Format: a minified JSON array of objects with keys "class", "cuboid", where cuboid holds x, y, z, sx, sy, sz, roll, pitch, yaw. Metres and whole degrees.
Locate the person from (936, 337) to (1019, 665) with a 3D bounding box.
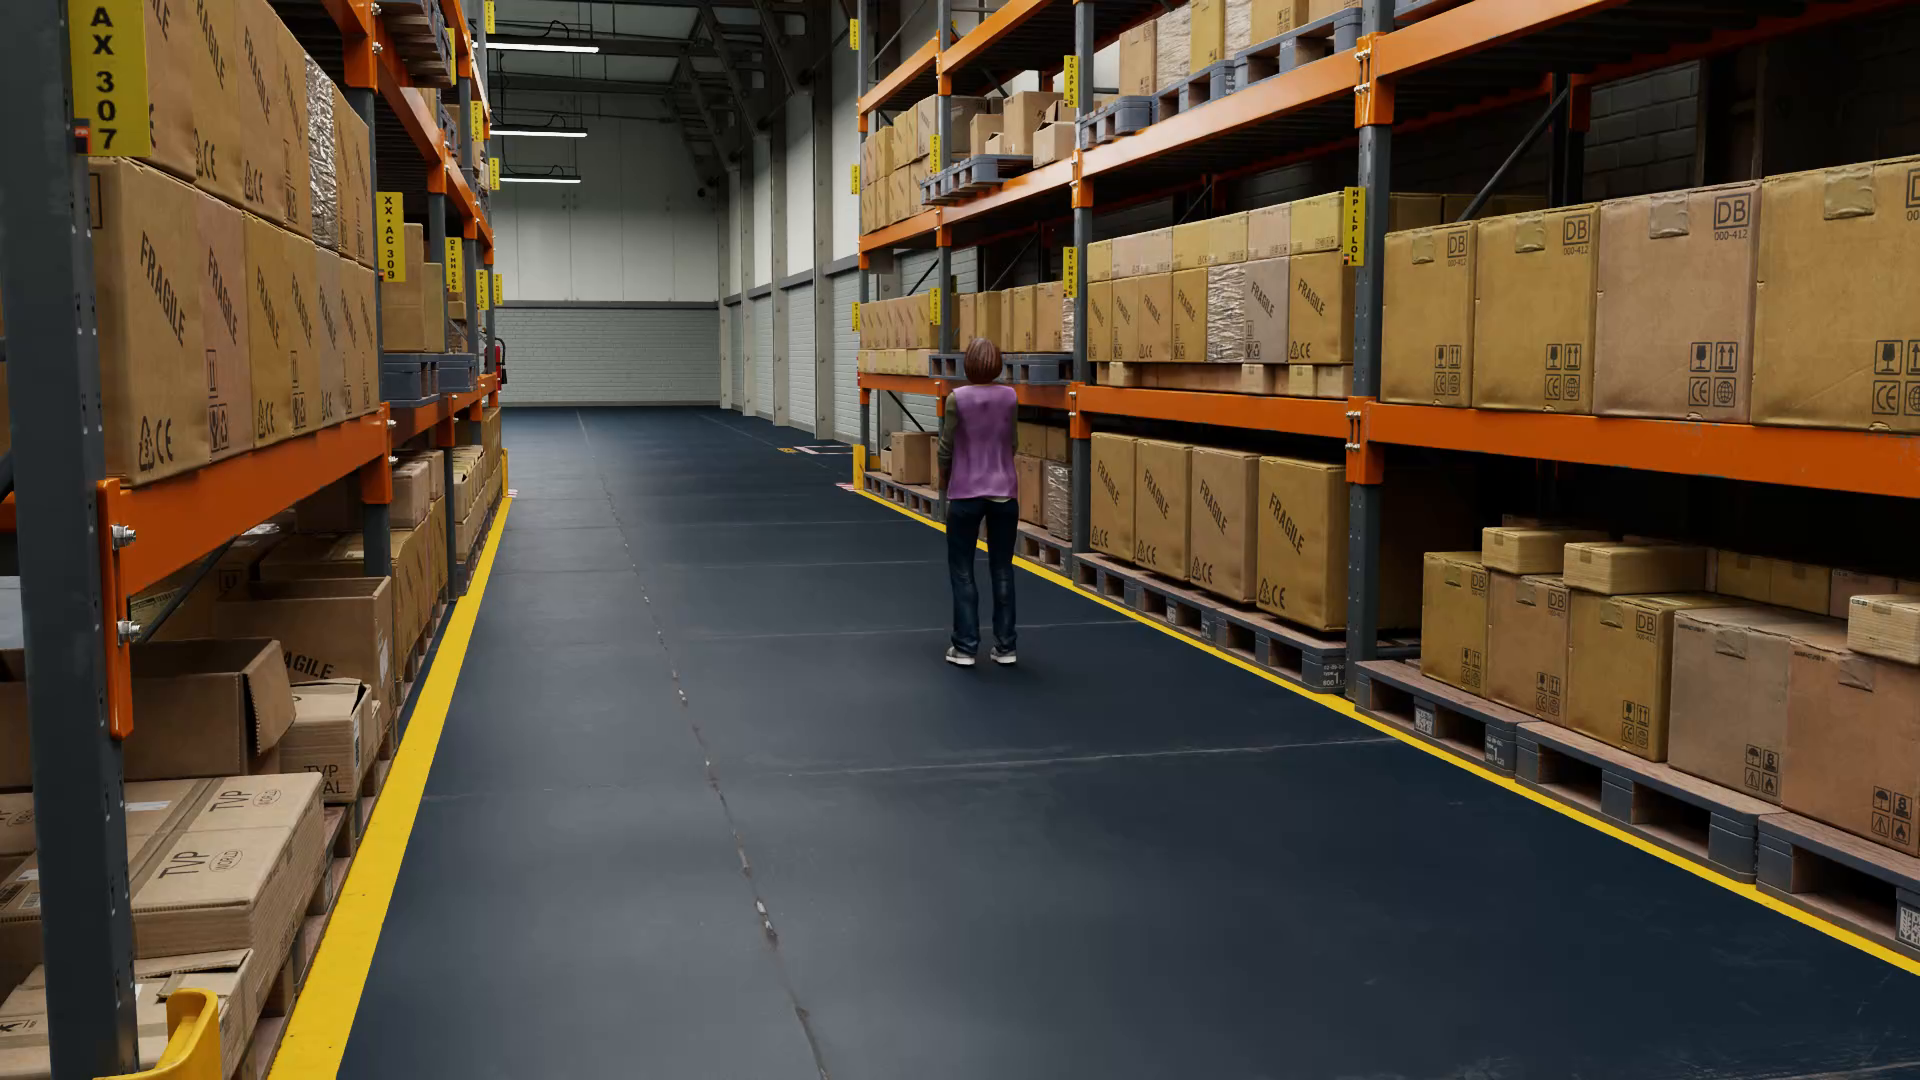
[{"class":"person","cuboid":[0.085,-0.193,8.130,0.408,1.589,0.490,-2,7,-14]}]
